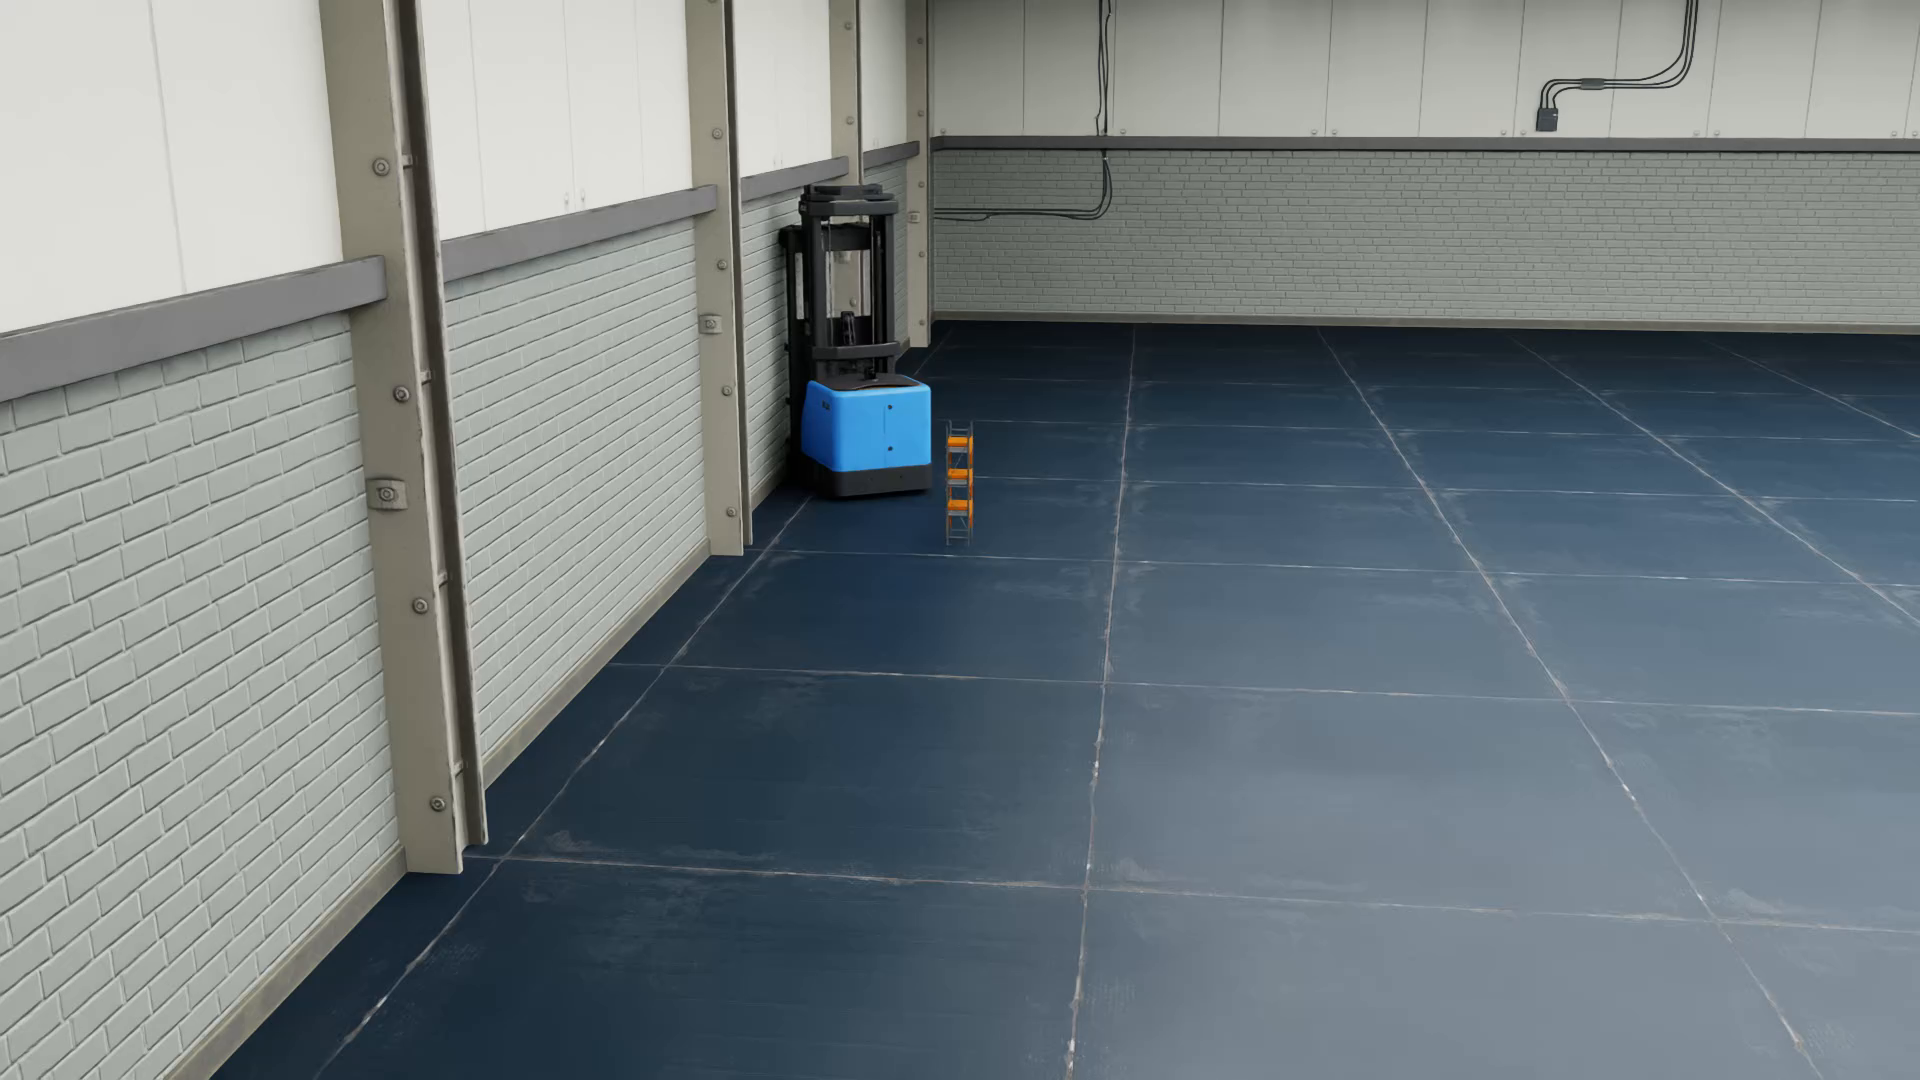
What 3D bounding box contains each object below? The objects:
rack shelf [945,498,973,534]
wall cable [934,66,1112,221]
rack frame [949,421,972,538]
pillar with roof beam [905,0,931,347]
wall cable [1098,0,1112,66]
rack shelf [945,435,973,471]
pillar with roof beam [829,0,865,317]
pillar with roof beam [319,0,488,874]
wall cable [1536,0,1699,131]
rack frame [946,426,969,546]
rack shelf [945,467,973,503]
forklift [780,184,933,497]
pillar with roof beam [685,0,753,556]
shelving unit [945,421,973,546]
[{"bbox_3d":[-0.006,-0.214,14.549,0.215,0.259,0.240,2,15,6],"label":"rack shelf"},{"bbox_3d":[1.012,-6.604,27.794,3.097,2.526,0.112,2,15,6],"label":"wall cable"},{"bbox_3d":[0.008,-0.525,14.591,0.200,1.050,0.008,2,15,6],"label":"rack frame"},{"bbox_3d":[3.643,-7.251,24.238,9.100,9.000,0.400,2,15,6],"label":"pillar with roof beam"},{"bbox_3d":[3.700,-8.962,26.840,3.097,2.526,0.112,2,15,6],"label":"wall cable"},{"bbox_3d":[-0.006,-0.757,14.402,0.215,0.259,0.240,2,15,6],"label":"rack shelf"},{"bbox_3d":[2.966,-5.695,18.483,9.100,9.000,0.400,2,15,6],"label":"pillar with roof beam"},{"bbox_3d":[1.612,-2.583,6.973,9.100,9.000,0.400,2,15,6],"label":"pillar with roof beam"},{"bbox_3d":[10.443,-9.461,25.896,2.305,6.003,0.169,2,15,6],"label":"wall cable"},{"bbox_3d":[-0.020,-0.461,14.357,0.200,1.050,0.008,2,15,6],"label":"rack frame"},{"bbox_3d":[-0.006,-0.483,14.476,0.215,0.259,0.240,2,15,6],"label":"rack shelf"},{"bbox_3d":[-1.307,-2.169,17.070,1.130,2.935,3.031,-6,16,-22],"label":"forklift"},{"bbox_3d":[2.289,-4.139,12.728,9.100,9.000,0.400,2,15,6],"label":"pillar with roof beam"},{"bbox_3d":[-0.006,-0.493,14.474,0.215,1.050,0.252,2,15,6],"label":"shelving unit"}]
